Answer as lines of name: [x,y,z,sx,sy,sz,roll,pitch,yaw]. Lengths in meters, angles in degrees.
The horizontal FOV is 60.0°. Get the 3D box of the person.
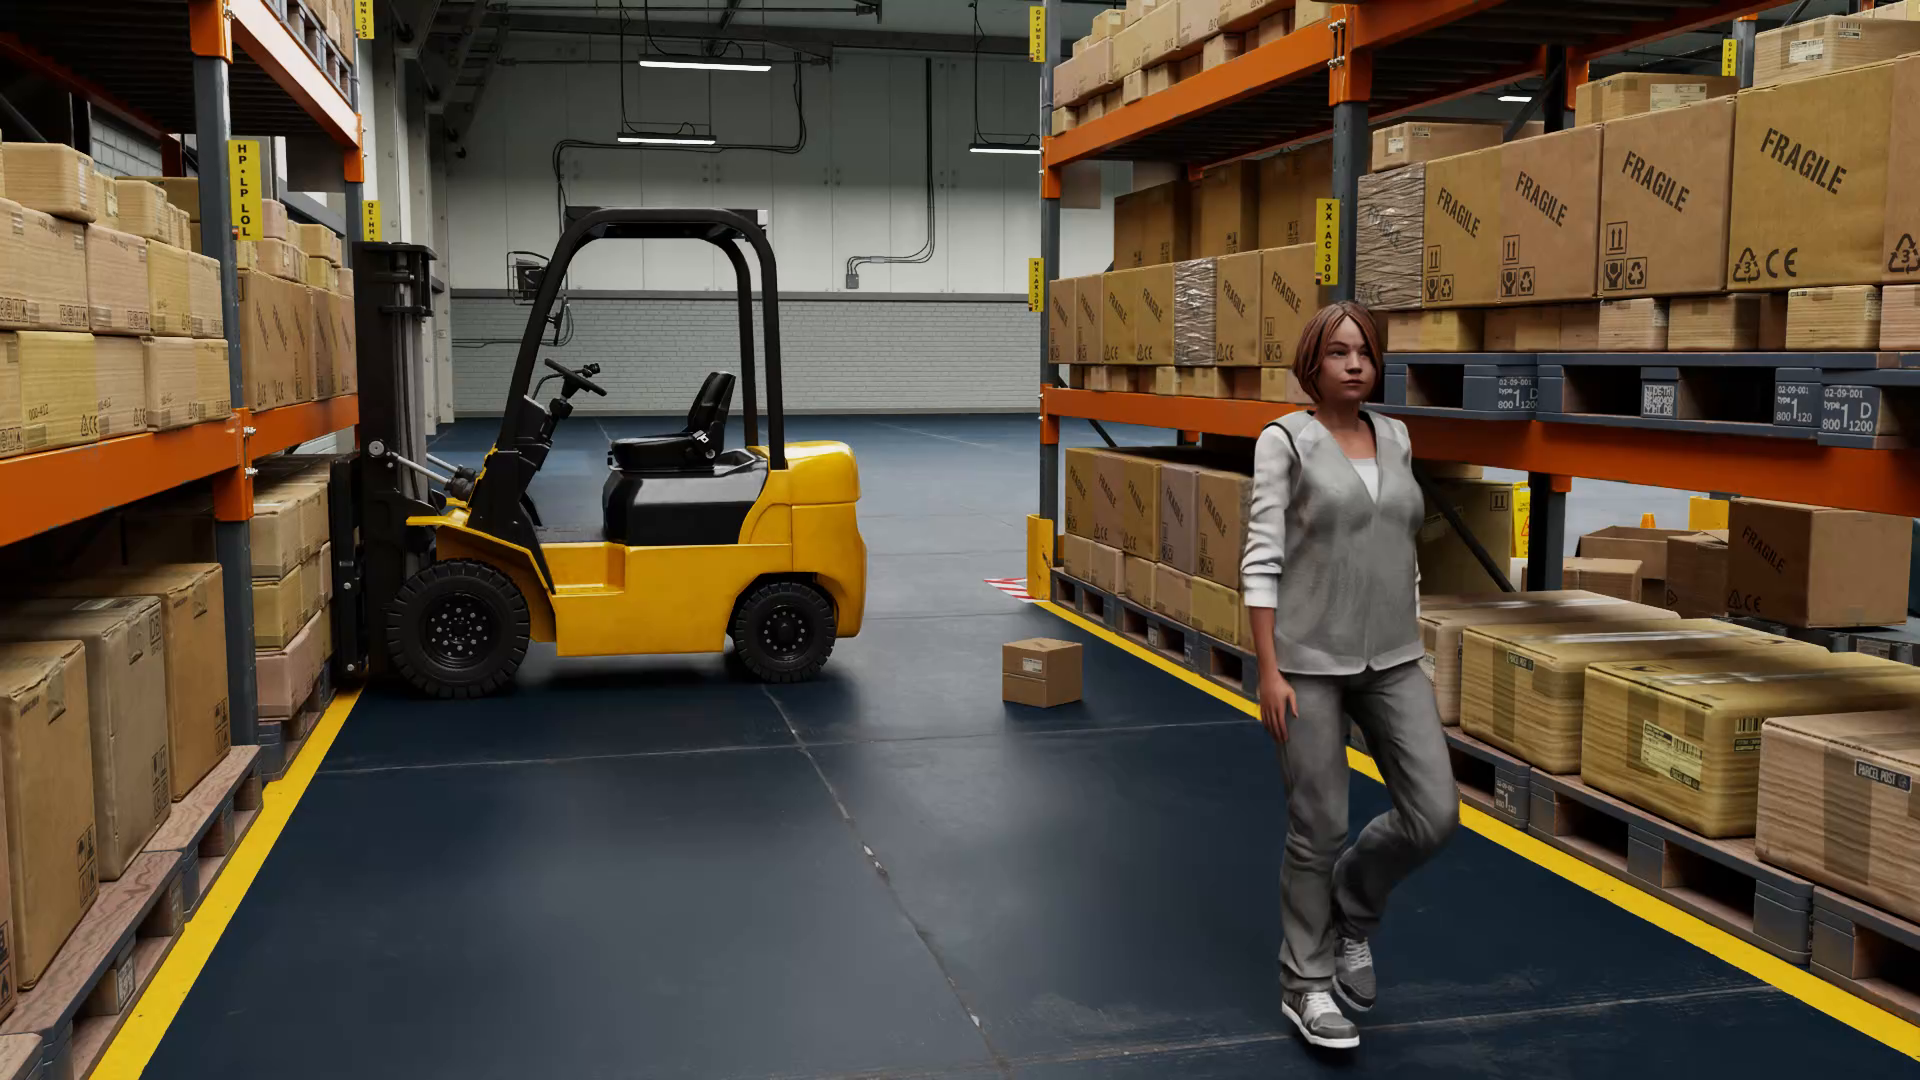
person: [0.824,0.290,3.548,0.436,1.591,0.417,-2,7,-15]
